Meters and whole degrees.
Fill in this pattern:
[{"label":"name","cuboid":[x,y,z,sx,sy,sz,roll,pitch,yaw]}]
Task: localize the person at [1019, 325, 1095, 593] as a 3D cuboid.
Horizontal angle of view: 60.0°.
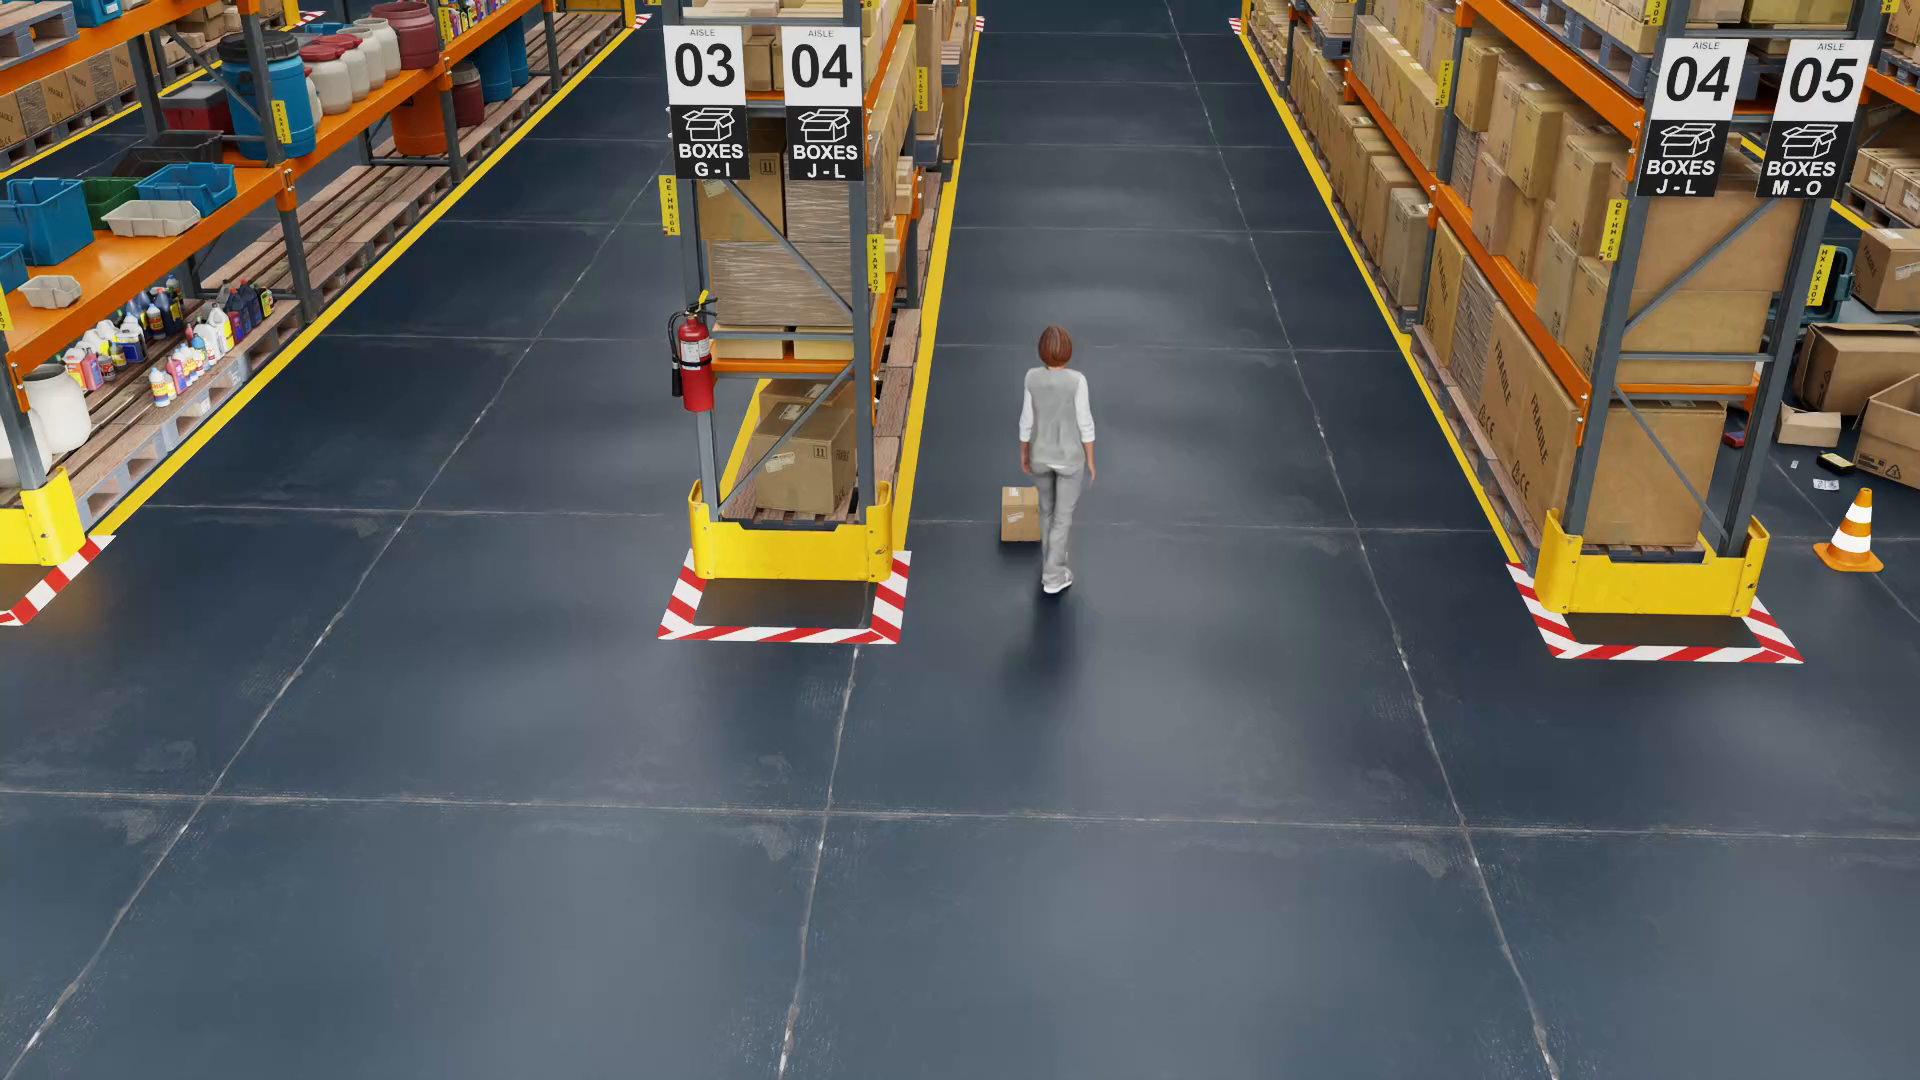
[{"label":"person","cuboid":[0.591,-0.500,9.543,0.449,1.592,0.619,11,30,20]}]
